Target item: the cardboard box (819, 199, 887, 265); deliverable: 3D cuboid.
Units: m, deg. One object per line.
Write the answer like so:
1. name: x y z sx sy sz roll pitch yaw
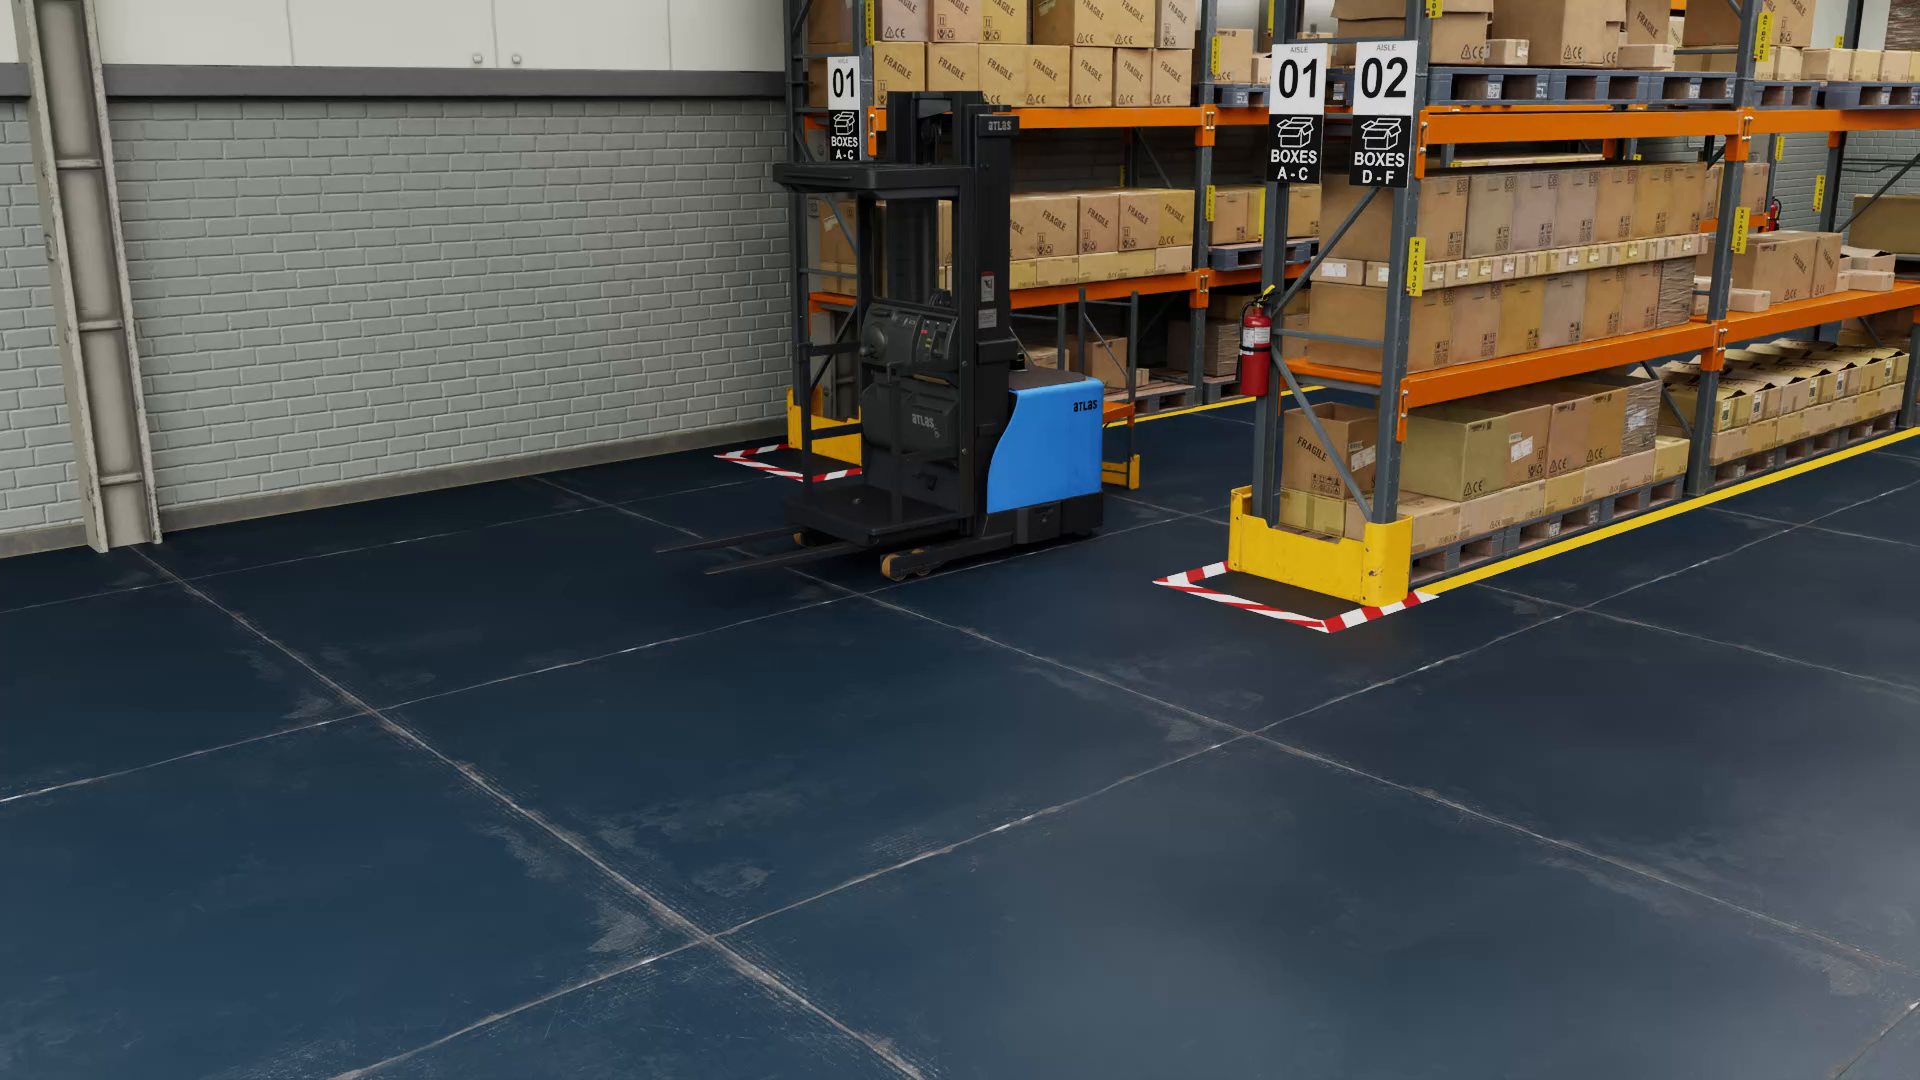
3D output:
1. cardboard box: -0.827 -2.578 13.889 0.500 0.500 0.500 -13 20 -40

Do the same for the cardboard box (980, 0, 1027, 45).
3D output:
1. cardboard box: 0.198 -4.330 13.666 0.500 0.500 0.500 -12 19 -38

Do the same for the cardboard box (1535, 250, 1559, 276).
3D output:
1. cardboard box: 3.619 -1.799 10.721 0.250 0.149 0.380 -13 20 -40

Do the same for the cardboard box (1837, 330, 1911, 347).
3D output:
1. cardboard box: 8.798 -1.758 16.011 0.500 0.500 0.500 -12 19 -37

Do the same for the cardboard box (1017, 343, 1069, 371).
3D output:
1. cardboard box: 0.554 -1.473 14.945 0.500 0.500 0.700 -14 21 -43

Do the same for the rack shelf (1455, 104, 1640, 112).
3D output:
1. rack shelf: 6.500 -4.953 19.563 4.000 0.370 1.077 -13 19 -39

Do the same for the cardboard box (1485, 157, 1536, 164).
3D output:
1. cardboard box: 6.283 -4.280 19.200 0.500 0.250 0.500 -12 19 -39

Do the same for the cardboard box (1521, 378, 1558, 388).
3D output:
1. cardboard box: 3.919 -0.921 11.948 0.500 0.500 0.500 -13 19 -39

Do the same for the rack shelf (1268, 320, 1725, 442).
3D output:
1. rack shelf: 3.720 -1.185 11.269 4.000 0.370 1.077 -13 19 -39

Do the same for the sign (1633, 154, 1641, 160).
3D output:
1. sign: 8.373 -4.608 20.598 0.005 0.325 0.100 -13 19 -39

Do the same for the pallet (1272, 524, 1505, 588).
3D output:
1. pallet: 2.761 0.015 10.783 1.213 0.211 1.003 -13 19 -39

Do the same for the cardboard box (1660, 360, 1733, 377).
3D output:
1. cardboard box: 6.112 -1.315 13.788 0.500 0.311 0.500 -13 20 -40

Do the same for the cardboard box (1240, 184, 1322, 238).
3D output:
1. cardboard box: 3.283 -3.387 17.070 0.500 0.500 0.700 -10 18 -32

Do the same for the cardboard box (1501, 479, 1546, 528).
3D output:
1. cardboard box: 3.514 -0.286 11.023 0.500 0.250 0.500 -13 19 -39

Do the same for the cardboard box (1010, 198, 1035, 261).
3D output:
1. cardboard box: 0.287 -2.648 14.149 0.500 0.500 0.500 -13 20 -41

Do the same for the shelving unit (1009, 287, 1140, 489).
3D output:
1. shelving unit: 0.827 -1.060 12.312 0.587 1.500 1.083 10 18 34

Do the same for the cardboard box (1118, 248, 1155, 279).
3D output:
1. cardboard box: 1.435 -2.551 15.238 0.500 0.250 0.500 -13 19 -39

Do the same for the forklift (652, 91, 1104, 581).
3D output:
1. forklift: -0.490 -1.315 10.495 3.031 2.935 1.130 -12 19 -37

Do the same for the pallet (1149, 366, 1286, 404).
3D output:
1. pallet: 2.561 -1.620 16.907 1.213 0.211 1.003 -13 19 -39

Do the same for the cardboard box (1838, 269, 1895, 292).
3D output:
1. cardboard box: 7.749 -2.222 14.242 0.250 0.149 0.380 -13 19 -39

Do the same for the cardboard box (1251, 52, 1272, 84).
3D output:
1. cardboard box: 2.904 -4.626 16.302 0.500 0.311 0.500 -12 19 -38

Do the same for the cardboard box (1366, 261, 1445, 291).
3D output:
1. cardboard box: 2.649 -1.580 9.903 0.250 0.149 0.380 -13 20 -40

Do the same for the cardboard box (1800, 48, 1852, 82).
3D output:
1. cardboard box: 6.711 -3.763 13.190 0.500 0.250 0.500 14 20 42

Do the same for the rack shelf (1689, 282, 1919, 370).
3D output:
1. rack shelf: 6.738 -1.863 13.806 4.000 0.370 1.077 -13 19 -39

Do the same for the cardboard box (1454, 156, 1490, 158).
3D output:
1. cardboard box: 5.946 -4.378 19.564 0.500 0.250 0.500 -13 20 -41

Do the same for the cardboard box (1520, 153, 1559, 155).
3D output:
1. cardboard box: 7.101 -4.637 20.537 0.500 0.250 0.500 -12 19 -39

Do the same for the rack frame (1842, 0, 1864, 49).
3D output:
1. rack frame: 8.246 -5.448 14.207 0.127 3.000 1.000 -13 19 -39

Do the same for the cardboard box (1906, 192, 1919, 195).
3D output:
1. cardboard box: 9.463 -3.047 15.837 0.500 0.500 0.700 -9 17 -29

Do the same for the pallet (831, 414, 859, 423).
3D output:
1. pallet: -0.350 -0.954 14.413 1.213 0.211 1.003 -13 19 -39

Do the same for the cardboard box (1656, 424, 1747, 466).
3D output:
1. cardboard box: 5.696 -0.766 12.820 0.500 0.250 0.500 -13 20 -41

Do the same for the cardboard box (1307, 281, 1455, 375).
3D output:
1. cardboard box: 2.572 -1.319 10.181 0.500 0.500 0.700 -13 19 -39

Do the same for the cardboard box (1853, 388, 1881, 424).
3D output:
1. cardboard box: 7.623 -1.199 14.441 0.500 0.250 0.500 -13 20 -40

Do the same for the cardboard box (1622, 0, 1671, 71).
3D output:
1. cardboard box: 4.676 -3.606 11.845 0.500 0.500 0.500 -11 18 -35

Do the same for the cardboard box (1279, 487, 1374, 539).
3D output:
1. cardboard box: 2.422 -0.217 10.764 0.500 0.250 0.500 -13 19 -39

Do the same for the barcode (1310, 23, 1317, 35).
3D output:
1. barcode: 2.122 -3.069 9.988 0.075 0.075 0.001 -13 19 -39

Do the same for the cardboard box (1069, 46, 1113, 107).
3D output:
1. cardboard box: 0.972 -4.024 14.459 0.500 0.500 0.500 -14 20 -41

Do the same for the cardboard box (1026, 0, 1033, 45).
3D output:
1. cardboard box: 0.285 -4.529 14.412 0.500 0.500 0.500 -13 20 -39

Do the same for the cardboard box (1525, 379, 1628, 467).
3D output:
1. cardboard box: 4.263 -0.819 11.566 0.500 0.500 0.500 -13 19 -39

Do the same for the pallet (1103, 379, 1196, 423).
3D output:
1. pallet: 1.491 -1.368 15.961 1.213 0.211 1.003 -13 19 -39

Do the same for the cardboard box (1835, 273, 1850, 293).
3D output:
1. cardboard box: 7.321 -2.201 14.164 0.250 0.149 0.380 -11 18 -35

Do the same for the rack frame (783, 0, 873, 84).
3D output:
1. rack frame: -1.043 -5.056 12.741 0.127 3.000 1.000 -13 19 -39

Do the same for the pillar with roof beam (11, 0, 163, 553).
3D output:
1. pillar with roof beam: -2.783 -3.489 6.873 0.400 9.000 9.100 -13 19 -39

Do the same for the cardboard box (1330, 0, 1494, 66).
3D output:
1. cardboard box: 2.647 -3.060 9.796 0.637 0.503 0.797 -11 18 -36

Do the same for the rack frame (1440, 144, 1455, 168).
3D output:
1. rack frame: 4.992 -3.513 18.589 0.127 3.000 1.000 -13 19 -39

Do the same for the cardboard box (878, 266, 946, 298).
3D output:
1. cardboard box: -0.467 -2.116 13.610 0.500 0.250 0.500 -13 20 -41

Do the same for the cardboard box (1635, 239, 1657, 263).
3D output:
1. cardboard box: 4.583 -2.015 11.529 0.250 0.149 0.380 -13 20 -39

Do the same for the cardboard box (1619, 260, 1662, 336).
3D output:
1. cardboard box: 4.505 -1.753 11.806 0.500 0.500 0.700 -13 20 -40

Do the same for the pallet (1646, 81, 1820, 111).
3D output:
1. pallet: 5.886 -3.380 12.651 1.217 0.209 0.805 -14 20 -42

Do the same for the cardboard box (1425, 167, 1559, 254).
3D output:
1. cardboard box: 3.385 -2.130 10.705 0.500 0.500 0.700 -13 19 -39

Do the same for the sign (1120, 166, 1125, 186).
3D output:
1. sign: 1.607 -3.502 16.305 0.005 0.325 0.100 -13 19 -39

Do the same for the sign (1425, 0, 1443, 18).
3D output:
1. sign: 2.571 -2.995 8.989 0.005 0.325 0.100 -13 19 -39

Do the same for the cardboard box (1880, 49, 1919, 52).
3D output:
1. cardboard box: 8.553 -4.127 14.882 0.500 0.500 0.910 -13 19 -39

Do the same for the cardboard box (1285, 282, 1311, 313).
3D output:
1. cardboard box: 3.627 -2.576 17.618 0.500 0.250 0.500 -13 20 -40

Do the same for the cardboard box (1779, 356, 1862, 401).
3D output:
1. cardboard box: 7.242 -1.384 14.045 0.500 0.311 0.500 -13 20 -40

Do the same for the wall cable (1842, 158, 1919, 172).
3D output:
1. wall cable: 15.528 -7.155 26.616 0.112 2.526 3.097 -13 19 -39
